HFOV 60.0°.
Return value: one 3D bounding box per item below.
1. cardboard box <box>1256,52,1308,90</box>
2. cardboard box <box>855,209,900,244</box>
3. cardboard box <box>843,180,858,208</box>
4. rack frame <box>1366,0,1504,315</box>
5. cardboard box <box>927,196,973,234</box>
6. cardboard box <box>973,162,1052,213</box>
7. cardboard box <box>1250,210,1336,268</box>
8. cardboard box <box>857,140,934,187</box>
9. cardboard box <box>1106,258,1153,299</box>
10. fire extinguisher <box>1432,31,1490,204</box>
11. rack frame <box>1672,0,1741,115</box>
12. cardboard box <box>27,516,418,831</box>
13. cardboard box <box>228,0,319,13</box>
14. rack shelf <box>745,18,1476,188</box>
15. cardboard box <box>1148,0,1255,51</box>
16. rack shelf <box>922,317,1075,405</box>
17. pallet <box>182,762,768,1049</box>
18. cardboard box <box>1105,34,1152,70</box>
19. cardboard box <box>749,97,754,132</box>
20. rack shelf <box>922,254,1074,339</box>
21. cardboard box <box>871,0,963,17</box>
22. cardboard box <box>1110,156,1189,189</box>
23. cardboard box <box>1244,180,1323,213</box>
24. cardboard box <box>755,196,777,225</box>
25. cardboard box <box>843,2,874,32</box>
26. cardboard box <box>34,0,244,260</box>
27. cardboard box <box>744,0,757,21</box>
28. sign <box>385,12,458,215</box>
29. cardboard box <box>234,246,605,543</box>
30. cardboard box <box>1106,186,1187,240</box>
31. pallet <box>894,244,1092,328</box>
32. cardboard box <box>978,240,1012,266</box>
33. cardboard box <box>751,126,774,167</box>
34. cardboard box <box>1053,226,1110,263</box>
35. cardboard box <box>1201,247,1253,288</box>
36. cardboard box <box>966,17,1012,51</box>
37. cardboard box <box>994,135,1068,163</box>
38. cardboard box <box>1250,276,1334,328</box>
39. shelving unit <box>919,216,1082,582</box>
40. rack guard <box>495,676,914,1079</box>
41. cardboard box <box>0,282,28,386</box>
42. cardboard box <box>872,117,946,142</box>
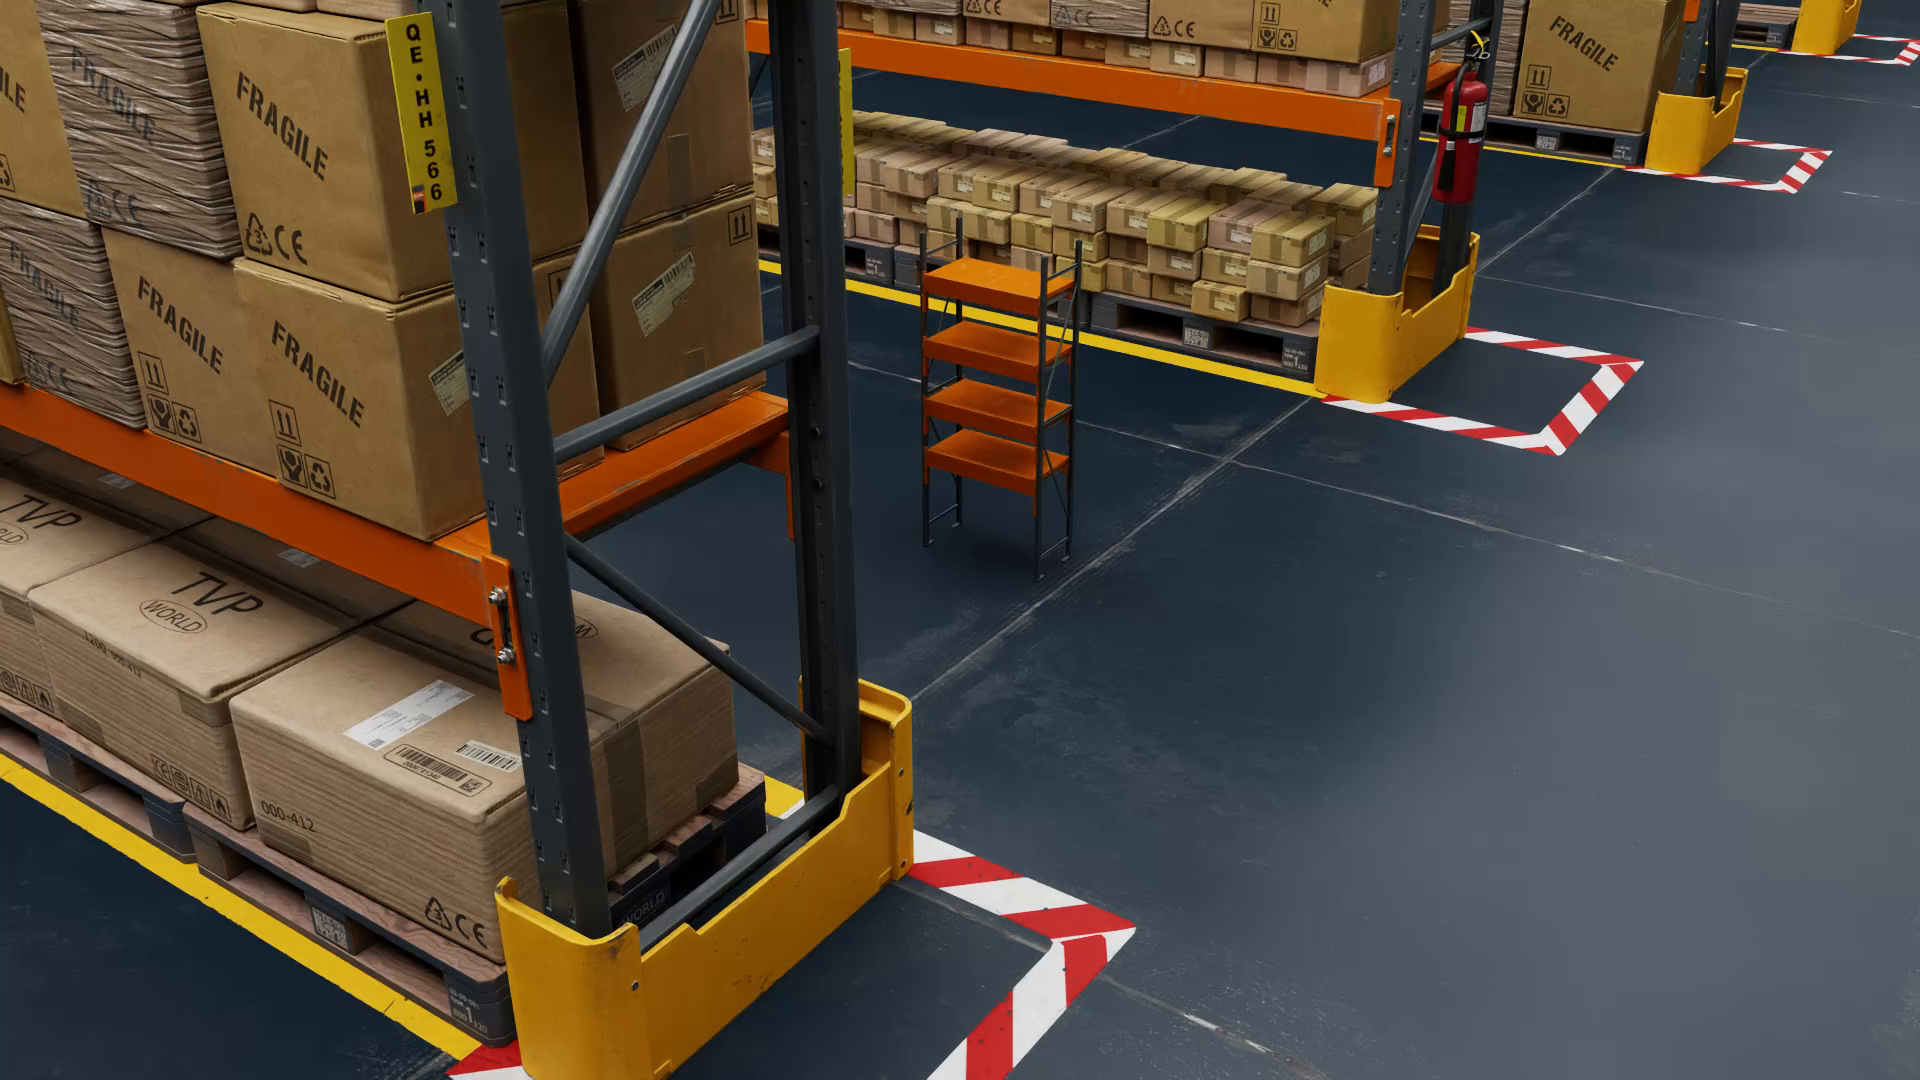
[{"bbox_3d":[1.515,-2.121,7.388,0.250,0.149,0.380,17,32,30],"label":"cardboard box"},{"bbox_3d":[-0.360,-1.748,9.058,0.250,0.149,0.380,17,31,29],"label":"cardboard box"},{"bbox_3d":[-0.571,-1.960,9.147,0.250,0.149,0.380,17,32,30],"label":"cardboard box"},{"bbox_3d":[2.128,-2.177,7.221,0.127,3.000,1.000,17,32,30],"label":"rack frame"},{"bbox_3d":[0.035,-1.722,8.679,0.250,0.149,0.380,17,32,30],"label":"cardboard box"},{"bbox_3d":[0.271,-1.809,8.522,0.250,0.149,0.380,17,32,31],"label":"cardboard box"},{"bbox_3d":[1.548,-1.400,7.718,0.250,0.149,0.380,18,32,31],"label":"cardboard box"},{"bbox_3d":[-0.345,-2.022,8.941,0.250,0.149,0.380,16,31,29],"label":"cardboard box"},{"bbox_3d":[0.926,-1.338,8.252,0.250,0.149,0.380,18,32,31],"label":"cardboard box"},{"bbox_3d":[2.074,-1.739,6.857,0.183,0.674,0.296,17,32,30],"label":"fire extinguisher"},{"bbox_3d":[5.019,-4.006,10.814,0.127,3.000,1.000,17,32,30],"label":"rack frame"},{"bbox_3d":[-1.951,0.290,4.735,0.875,0.438,0.875,18,32,32],"label":"cardboard box"},{"bbox_3d":[-1.224,-1.153,3.281,0.250,0.149,0.380,18,32,31],"label":"cardboard box"},{"bbox_3d":[0.479,-2.370,8.393,4.000,0.370,1.077,17,32,30],"label":"rack shelf"},{"bbox_3d":[1.190,-2.508,7.432,0.500,0.500,0.500,17,31,30],"label":"cardboard box"},{"bbox_3d":[0.136,-0.632,5.823,0.480,0.148,0.258,17,32,30],"label":"rack shelf"},{"bbox_3d":[-1.295,0.766,4.512,1.213,0.211,1.003,17,32,30],"label":"pallet"},{"bbox_3d":[0.876,-2.315,7.770,0.250,0.149,0.380,16,31,28],"label":"cardboard box"},{"bbox_3d":[-1.628,-2.566,10.279,0.500,0.500,0.500,19,32,32],"label":"cardboard box"},{"bbox_3d":[0.136,-0.842,5.716,0.480,0.148,0.258,17,32,30],"label":"rack shelf"},{"bbox_3d":[-0.097,-2.893,8.189,0.500,0.500,0.500,17,31,29],"label":"cardboard box"},{"bbox_3d":[0.983,-1.866,8.634,0.250,0.149,0.380,19,32,32],"label":"cardboard box"},{"bbox_3d":[1.593,-1.646,8.202,0.250,0.149,0.380,18,32,31],"label":"cardboard box"},{"bbox_3d":[-1.051,-1.907,9.371,0.250,0.149,0.380,16,31,28],"label":"cardboard box"},{"bbox_3d":[-0.396,-2.738,8.600,0.250,0.149,0.380,16,31,28],"label":"cardboard box"},{"bbox_3d":[-1.571,-0.949,3.595,0.500,0.500,0.500,17,32,30],"label":"cardboard box"},{"bbox_3d":[-1.121,-2.897,8.913,0.250,0.149,0.380,19,32,32],"label":"cardboard box"},{"bbox_3d":[-0.910,-0.723,2.826,0.005,0.325,0.100,17,32,30],"label":"sign"},{"bbox_3d":[-1.139,-0.370,3.560,0.500,0.500,0.500,18,32,31],"label":"cardboard box"},{"bbox_3d":[0.910,-1.595,8.102,0.250,0.149,0.380,16,31,28],"label":"cardboard box"},{"bbox_3d":[0.414,-1.489,8.944,1.213,0.211,1.003,17,32,30],"label":"pallet"},{"bbox_3d":[0.301,-1.550,8.670,0.250,0.149,0.380,18,32,32],"label":"cardboard box"},{"bbox_3d":[-1.003,-2.220,9.330,0.250,0.149,0.380,19,32,32],"label":"cardboard box"},{"bbox_3d":[0.668,-1.516,8.274,0.250,0.149,0.380,18,32,31],"label":"cardboard box"},{"bbox_3d":[1.346,-1.342,7.933,0.250,0.149,0.380,16,31,29],"label":"cardboard box"},{"bbox_3d":[0.239,-2.526,8.183,0.250,0.149,0.380,19,32,32],"label":"cardboard box"},{"bbox_3d":[0.388,-2.085,9.063,0.250,0.149,0.380,16,31,29],"label":"cardboard box"},{"bbox_3d":[1.576,-1.151,7.885,0.250,0.149,0.380,18,32,31],"label":"cardboard box"},{"bbox_3d":[0.136,-0.492,5.894,0.503,1.200,0.258,17,32,30],"label":"shelving unit"},{"bbox_3d":[-0.572,0.820,4.088,0.348,0.500,1.175,17,32,30],"label":"rack guard"},{"bbox_3d":[-2.407,-0.761,4.327,0.500,0.500,0.500,18,32,32],"label":"cardboard box"},{"bbox_3d":[-0.287,-2.280,9.447,0.250,0.149,0.380,17,32,30],"label":"cardboard box"}]
